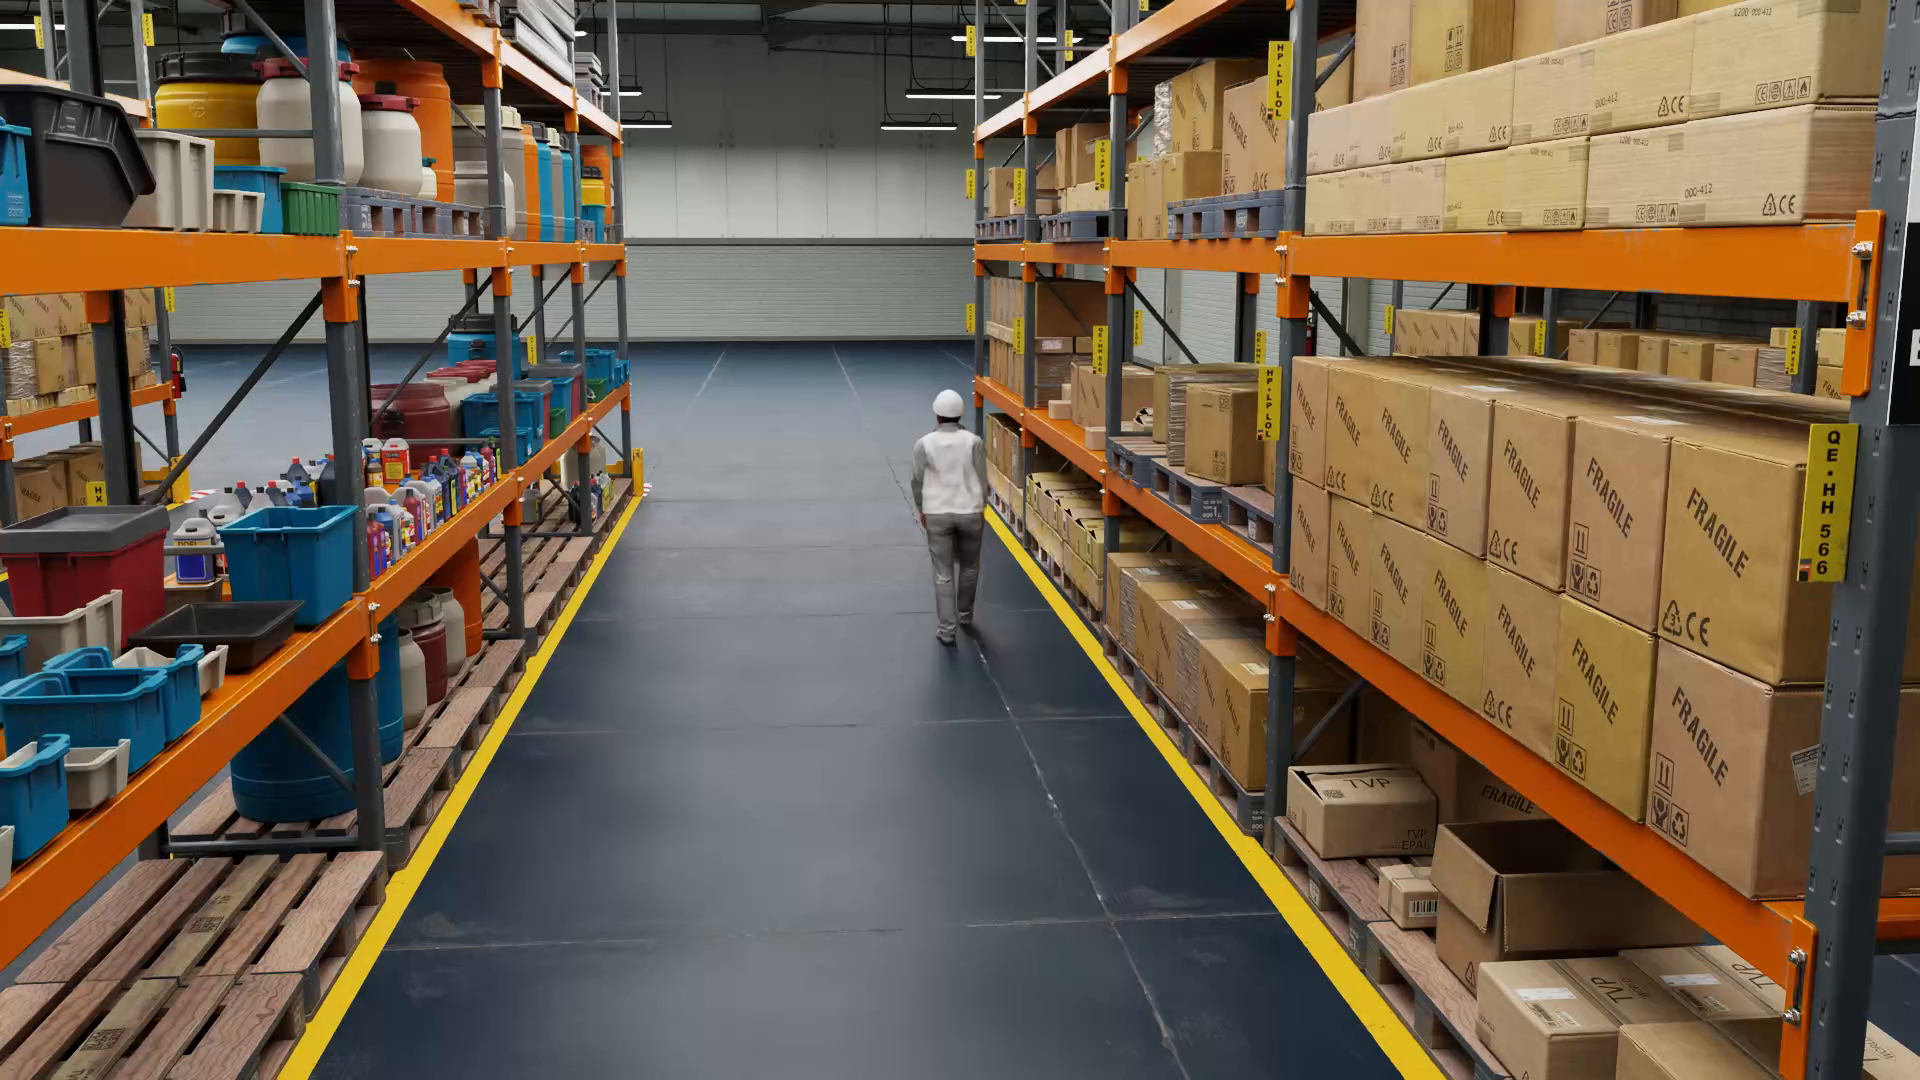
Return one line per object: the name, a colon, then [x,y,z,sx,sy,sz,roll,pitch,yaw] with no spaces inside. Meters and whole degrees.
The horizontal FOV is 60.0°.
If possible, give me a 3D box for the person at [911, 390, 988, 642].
person: [-0.085,-0.204,11.945,0.546,1.750,0.826,-1,10,-6]
